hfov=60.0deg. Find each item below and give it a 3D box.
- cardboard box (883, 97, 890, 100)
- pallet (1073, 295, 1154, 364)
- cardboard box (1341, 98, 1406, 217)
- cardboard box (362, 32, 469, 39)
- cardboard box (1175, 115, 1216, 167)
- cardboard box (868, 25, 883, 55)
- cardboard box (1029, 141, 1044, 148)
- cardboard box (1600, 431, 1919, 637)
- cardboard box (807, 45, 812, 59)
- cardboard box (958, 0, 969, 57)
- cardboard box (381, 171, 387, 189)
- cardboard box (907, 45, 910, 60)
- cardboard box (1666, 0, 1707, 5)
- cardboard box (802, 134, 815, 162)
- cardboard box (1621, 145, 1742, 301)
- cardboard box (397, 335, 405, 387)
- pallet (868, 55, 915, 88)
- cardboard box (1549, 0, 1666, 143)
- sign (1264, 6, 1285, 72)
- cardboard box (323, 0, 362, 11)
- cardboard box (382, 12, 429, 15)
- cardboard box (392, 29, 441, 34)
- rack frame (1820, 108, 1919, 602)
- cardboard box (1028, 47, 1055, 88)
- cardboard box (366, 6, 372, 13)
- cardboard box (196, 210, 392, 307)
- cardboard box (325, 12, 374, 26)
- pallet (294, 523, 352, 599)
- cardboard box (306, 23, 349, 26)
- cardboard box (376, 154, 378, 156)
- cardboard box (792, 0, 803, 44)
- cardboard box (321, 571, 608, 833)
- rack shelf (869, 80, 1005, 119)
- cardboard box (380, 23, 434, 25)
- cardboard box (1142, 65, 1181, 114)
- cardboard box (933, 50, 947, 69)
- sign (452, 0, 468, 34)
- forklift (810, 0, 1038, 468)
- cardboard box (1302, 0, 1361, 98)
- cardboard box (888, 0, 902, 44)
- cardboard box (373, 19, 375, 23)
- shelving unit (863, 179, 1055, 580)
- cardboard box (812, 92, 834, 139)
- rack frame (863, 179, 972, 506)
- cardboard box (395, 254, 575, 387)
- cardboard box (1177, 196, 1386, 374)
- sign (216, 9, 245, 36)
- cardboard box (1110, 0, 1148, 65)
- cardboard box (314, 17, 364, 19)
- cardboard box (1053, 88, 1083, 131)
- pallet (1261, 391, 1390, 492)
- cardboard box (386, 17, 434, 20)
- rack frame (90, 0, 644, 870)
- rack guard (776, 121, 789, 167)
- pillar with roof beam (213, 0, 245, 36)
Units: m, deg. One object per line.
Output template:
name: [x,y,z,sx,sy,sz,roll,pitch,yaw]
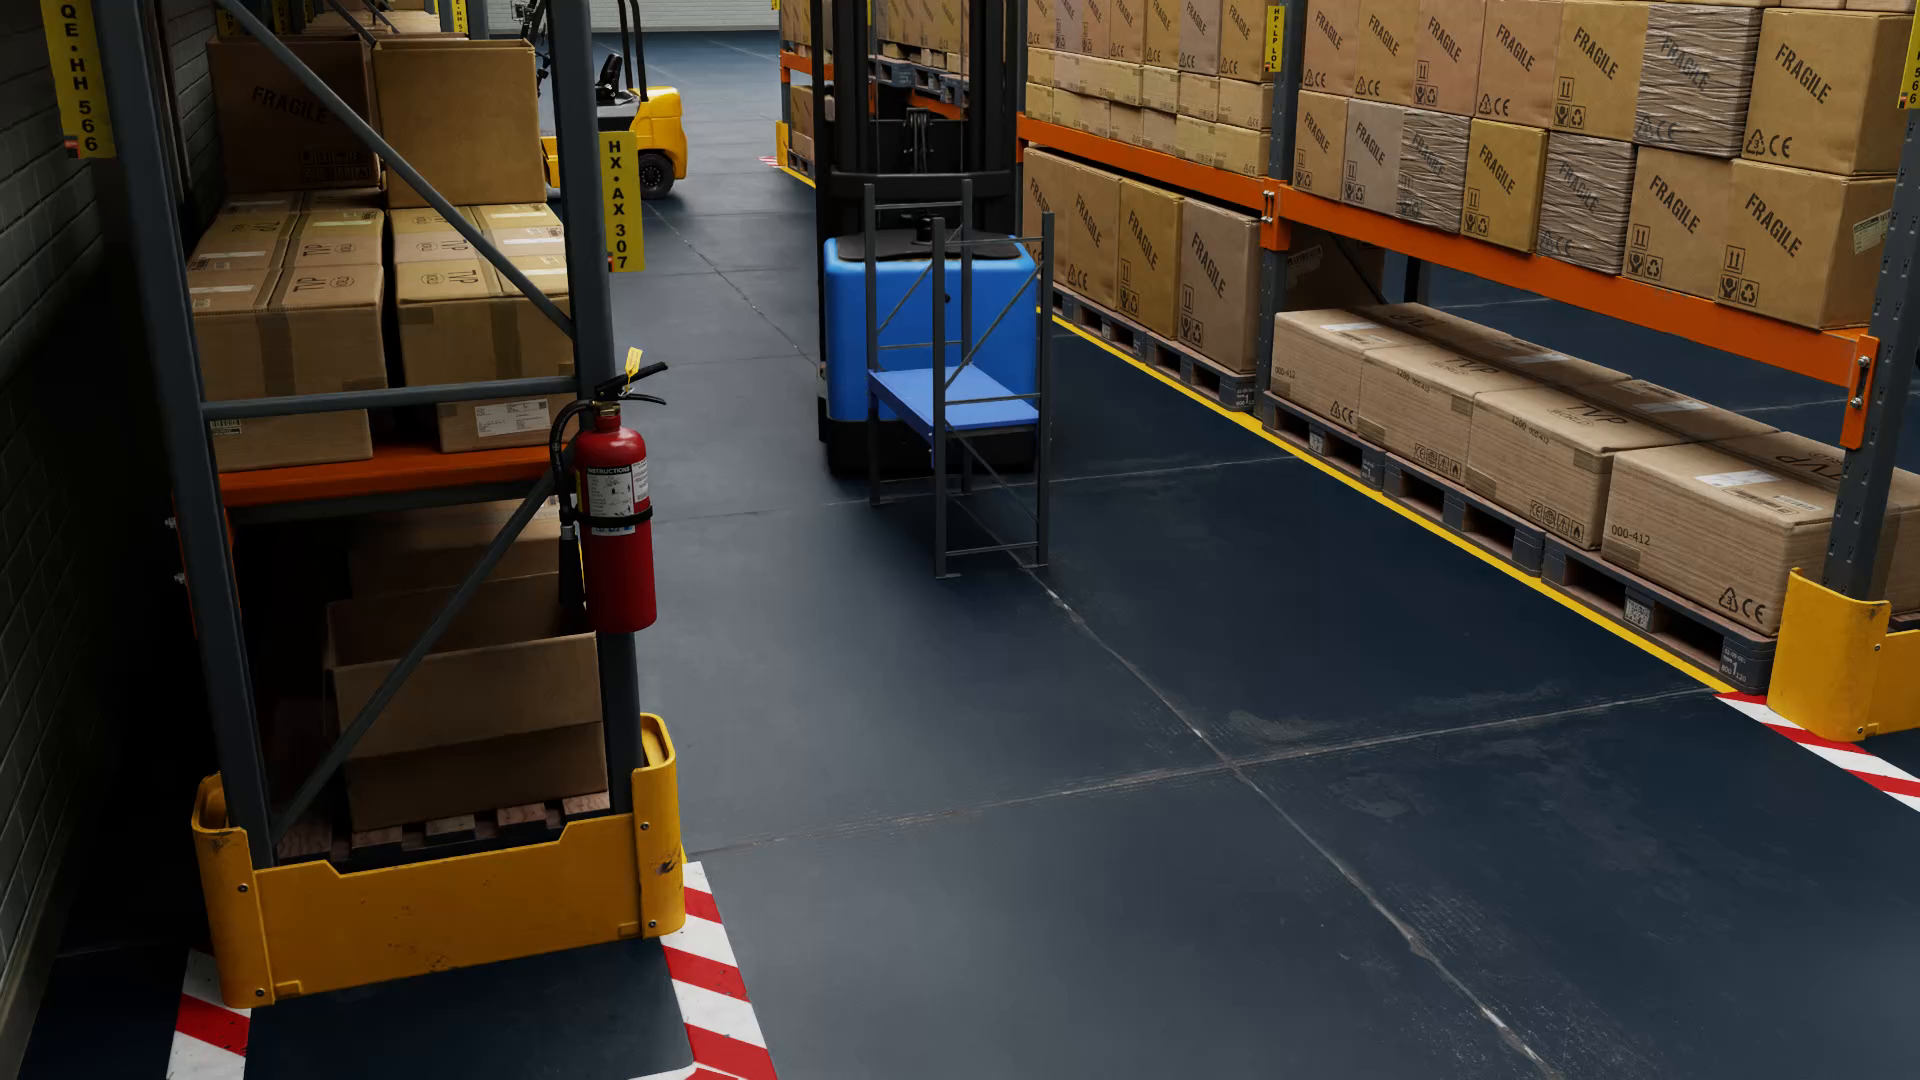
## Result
cardboard box: [-0.645,-4.518,17.894,0.500,0.500,0.500,-5,20,-14]
pallet: [1.438,-1.458,11.164,1.003,0.211,1.213,-6,21,-17]
cardboard box: [2.192,-1.846,7.970,0.500,0.500,0.500,-6,21,-17]
cardboard box: [-3.141,-2.636,9.544,0.797,0.503,0.637,-7,21,-18]
cardboard box: [1.600,-2.349,9.741,0.500,0.250,0.500,-7,21,-18]
cardboard box: [-0.751,-5.009,16.338,0.500,0.500,0.500,-7,21,-19]
cardboard box: [0.579,-4.019,17.864,0.500,0.500,0.500,8,21,20]
cardboard box: [3.094,-0.048,6.283,0.875,0.438,0.875,-7,21,-19]
cardboard box: [-1.474,-5.402,18.389,0.380,0.149,0.250,-6,21,-16]
cardboard box: [0.302,-4.088,13.152,0.500,0.500,0.500,-7,21,-18]
cardboard box: [-1.865,-1.222,6.162,0.500,0.250,0.500,-7,21,-18]
cardboard box: [-0.270,-4.411,15.010,0.380,0.149,0.250,-5,20,-14]
cardboard box: [2.790,-2.010,5.989,0.380,0.149,0.250,-6,21,-16]
cardboard box: [-1.488,-4.441,18.788,0.500,0.250,0.500,-6,21,-15]
cardboard box: [2.850,-1.192,6.149,0.500,0.500,0.500,-7,21,-18]
cardboard box: [-1.397,-0.500,4.744,0.380,0.149,0.250,-7,21,-18]
pallet: [-0.273,-4.355,15.388,1.003,0.211,1.213,-6,21,-17]
cardboard box: [2.674,-1.826,6.436,0.500,0.500,0.500,-6,21,-17]
sign: [1.627,-2.586,8.583,0.100,0.325,0.005,-6,21,-17]
cardboard box: [-5.474,-4.740,14.629,0.380,0.149,0.250,-6,21,-17]
cardboard box: [-4.670,-4.363,14.019,0.380,0.149,0.250,-7,21,-18]
cardboard box: [-3.650,-3.380,11.282,0.380,0.149,0.250,-6,21,-16]
rack frame: [3.396,-0.855,5.360,1.000,3.000,0.127,-6,21,-17]
cardboard box: [0.807,-3.398,11.923,0.500,0.250,0.500,-7,21,-18]
cardboard box: [-5.726,-4.937,15.617,0.380,0.149,0.250,-6,21,-15]
cardboard box: [-2.023,-0.841,5.101,0.500,0.250,0.500,-6,21,-15]
cardboard box: [-5.180,-4.394,14.106,0.380,0.149,0.250,-7,21,-18]
pallet: [-2.357,-0.077,7.320,1.003,0.211,1.213,-6,21,-17]
cardboard box: [-4.645,-3.726,12.244,0.380,0.149,0.250,-7,21,-18]
cardboard box: [-2.673,-1.492,6.915,0.500,0.250,0.500,-7,21,-18]
cardboard box: [-1.581,-5.829,18.621,0.500,0.500,0.500,-6,21,-16]
cardboard box: [-1.417,0.444,4.814,0.797,0.503,0.637,-7,21,-19]
rack shelf: [0.253,-3.726,14.416,1.077,0.370,4.000,-6,21,-17]
cardboard box: [-4.042,-3.705,12.187,0.380,0.149,0.250,-6,21,-17]
cardboard box: [1.437,-2.744,10.102,0.500,0.250,0.500,-6,21,-16]
cardboard box: [-0.007,-4.071,14.064,0.380,0.149,0.250,-7,21,-19]
sign: [-3.317,-3.462,11.023,0.100,0.325,0.005,-6,21,-17]
forklift: [-0.264,-2.188,9.171,1.130,2.935,3.031,-2,20,-5]
cardboard box: [2.059,-2.478,8.251,0.500,0.500,0.500,-6,21,-17]
cardboard box: [-0.342,-4.749,14.992,0.500,0.500,0.500,-6,21,-17]
cardboard box: [-5.954,-4.831,16.282,0.500,0.500,0.500,-6,21,-16]
shelving unit: [-0.027,-0.733,7.239,0.538,1.500,1.048,-6,21,-17]
cardboard box: [-1.315,-4.621,18.182,0.500,0.500,0.500,-6,21,-16]
rack frame: [-0.187,-0.896,7.693,0.500,1.500,0.032,-6,21,-17]
cardboard box: [-1.202,-0.570,4.349,0.500,0.250,0.500,-6,21,-17]
cardboard box: [1.868,-1.527,9.753,0.875,0.875,0.875,-6,21,-16]
sign: [-3.098,-2.095,7.099,0.100,0.325,0.005,-6,21,-17]
cardboard box: [1.273,-3.268,10.450,0.500,0.500,0.500,-6,21,-16]
cardboard box: [-4.913,-4.060,13.175,0.380,0.149,0.250,-6,21,-17]
cardboard box: [0.975,-3.005,11.568,0.500,0.250,0.500,-7,21,-19]
pallet: [2.304,-0.574,8.703,1.003,0.211,1.213,-6,21,-17]
cardboard box: [-4.339,-4.037,13.111,0.380,0.149,0.250,-6,21,-17]
rack frame: [-1.315,-0.327,3.889,1.000,3.000,0.127,-6,21,-17]
rack guard: [-1.609,-4.789,20.010,1.175,0.500,0.348,-6,21,-17]
pillar with roof beam: [-1.008,-6.497,12.194,9.100,9.000,0.400,-6,21,-17]
